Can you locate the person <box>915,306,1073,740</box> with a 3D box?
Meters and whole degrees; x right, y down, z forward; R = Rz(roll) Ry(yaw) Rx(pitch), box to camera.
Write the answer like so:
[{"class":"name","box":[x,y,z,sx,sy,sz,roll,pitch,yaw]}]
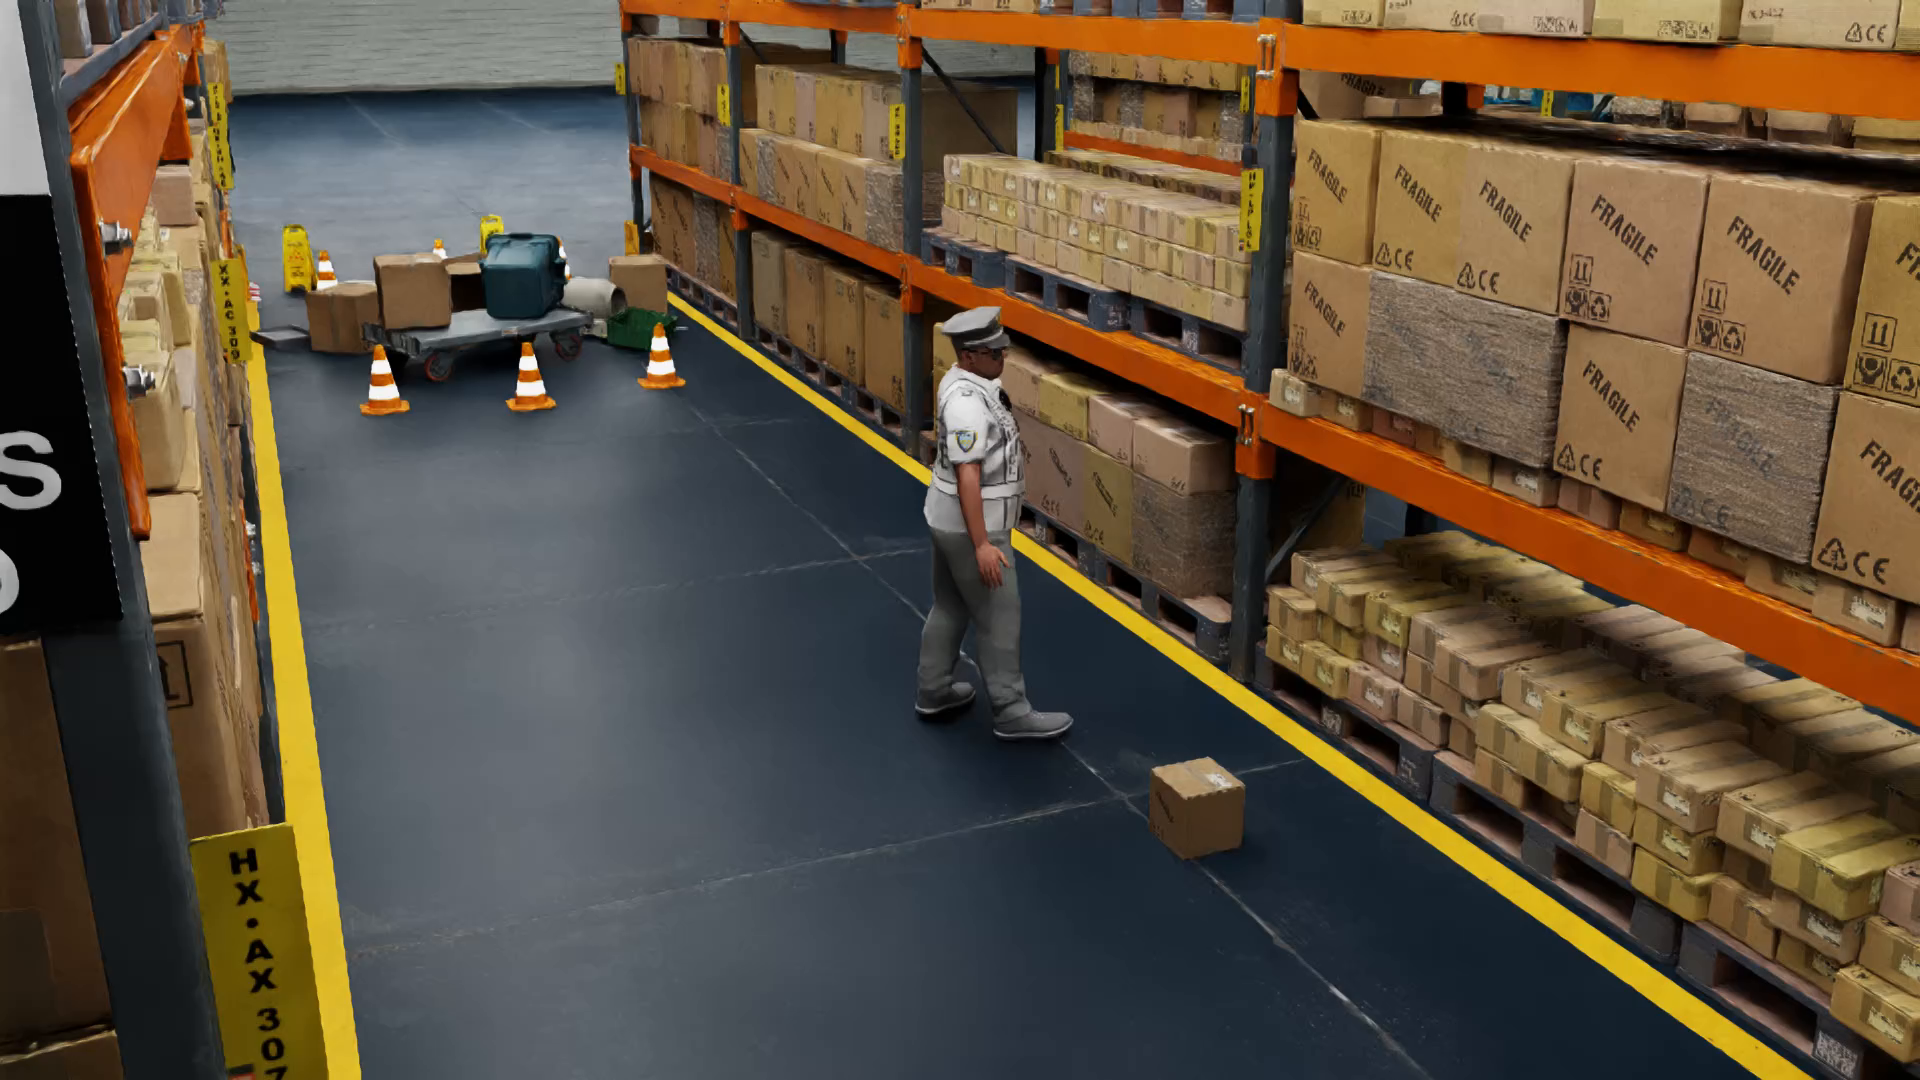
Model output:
[{"class":"person","box":[0.139,-0.058,6.649,0.630,1.754,0.742,-2,19,-6]}]
